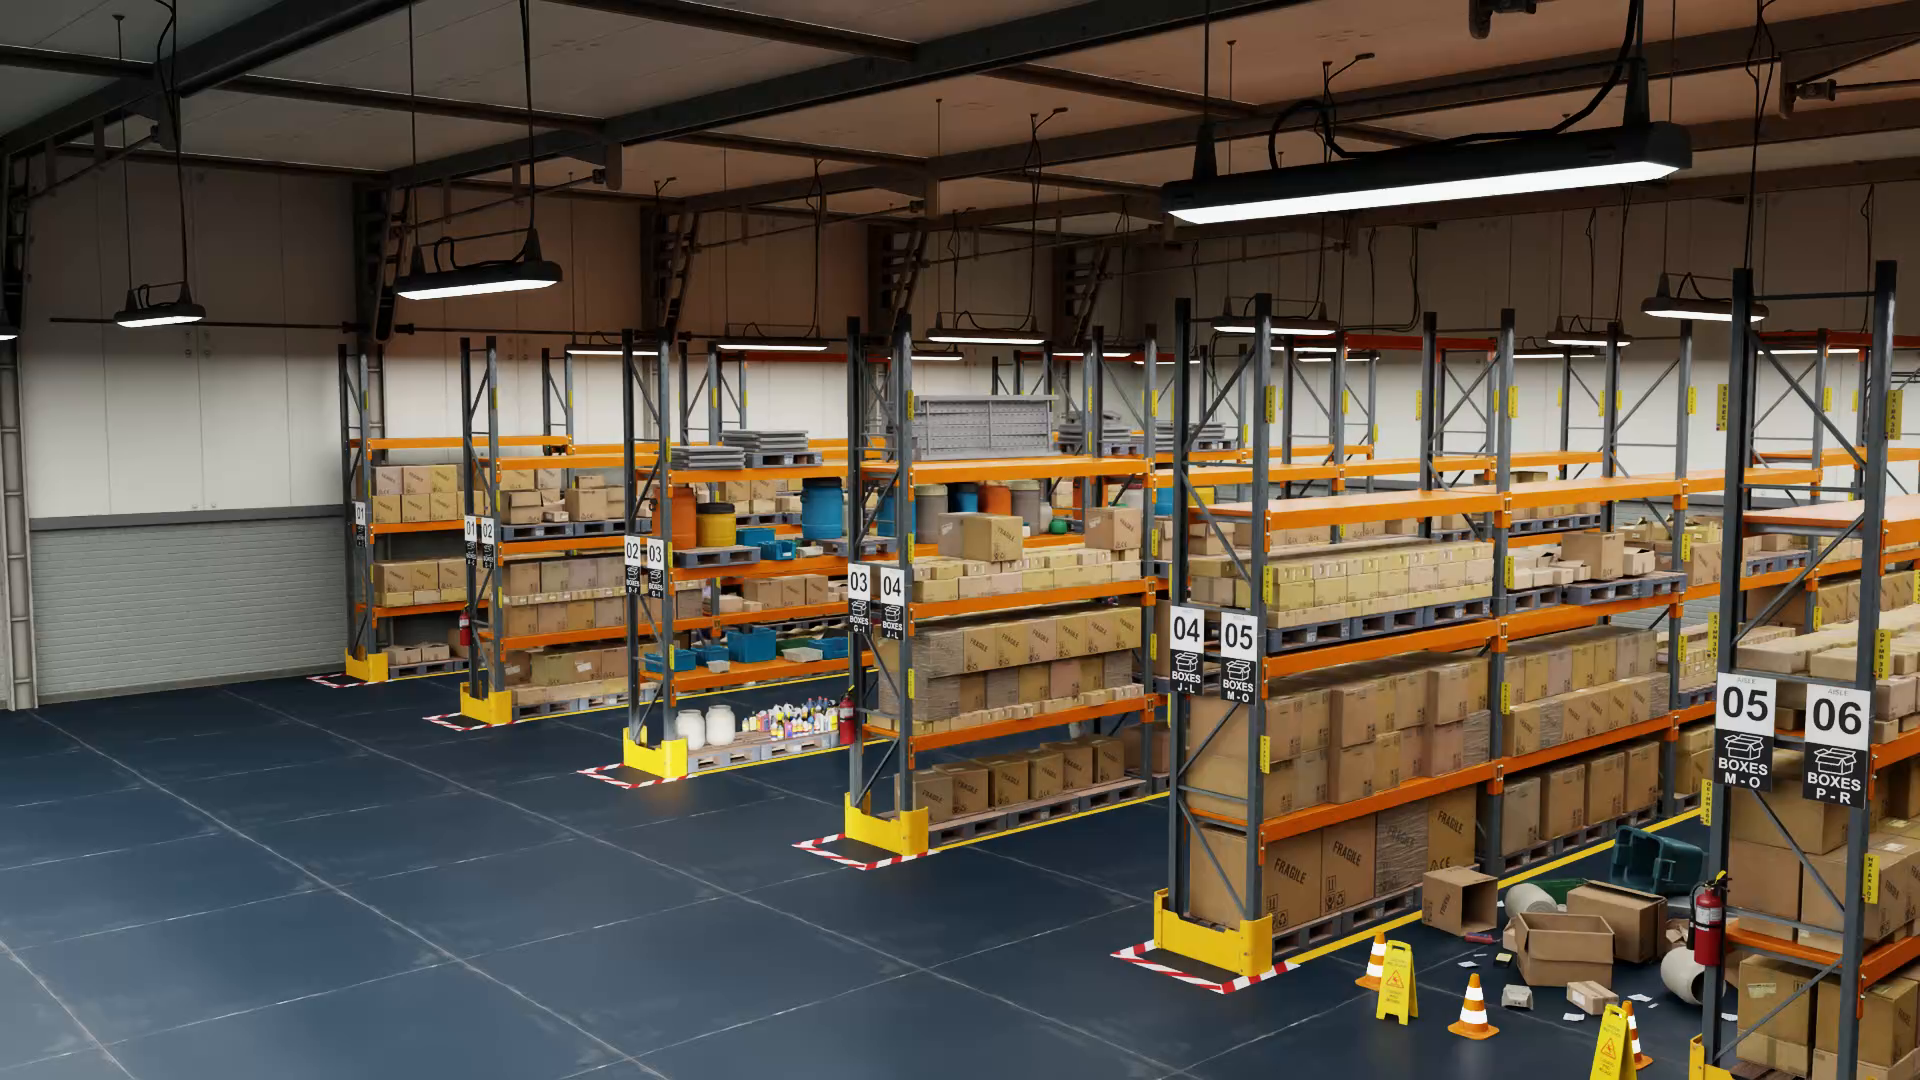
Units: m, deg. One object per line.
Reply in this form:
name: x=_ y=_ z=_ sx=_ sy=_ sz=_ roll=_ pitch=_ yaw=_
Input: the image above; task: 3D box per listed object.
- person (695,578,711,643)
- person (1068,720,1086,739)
person: x=-5.028 y=1.457 z=32.535 sx=0.437 sy=1.604 sz=0.978 roll=4 pitch=7 yaw=41
person: x=1.645 y=2.211 z=23.564 sx=0.424 sy=1.696 sz=0.529 roll=2 pitch=6 yaw=24
